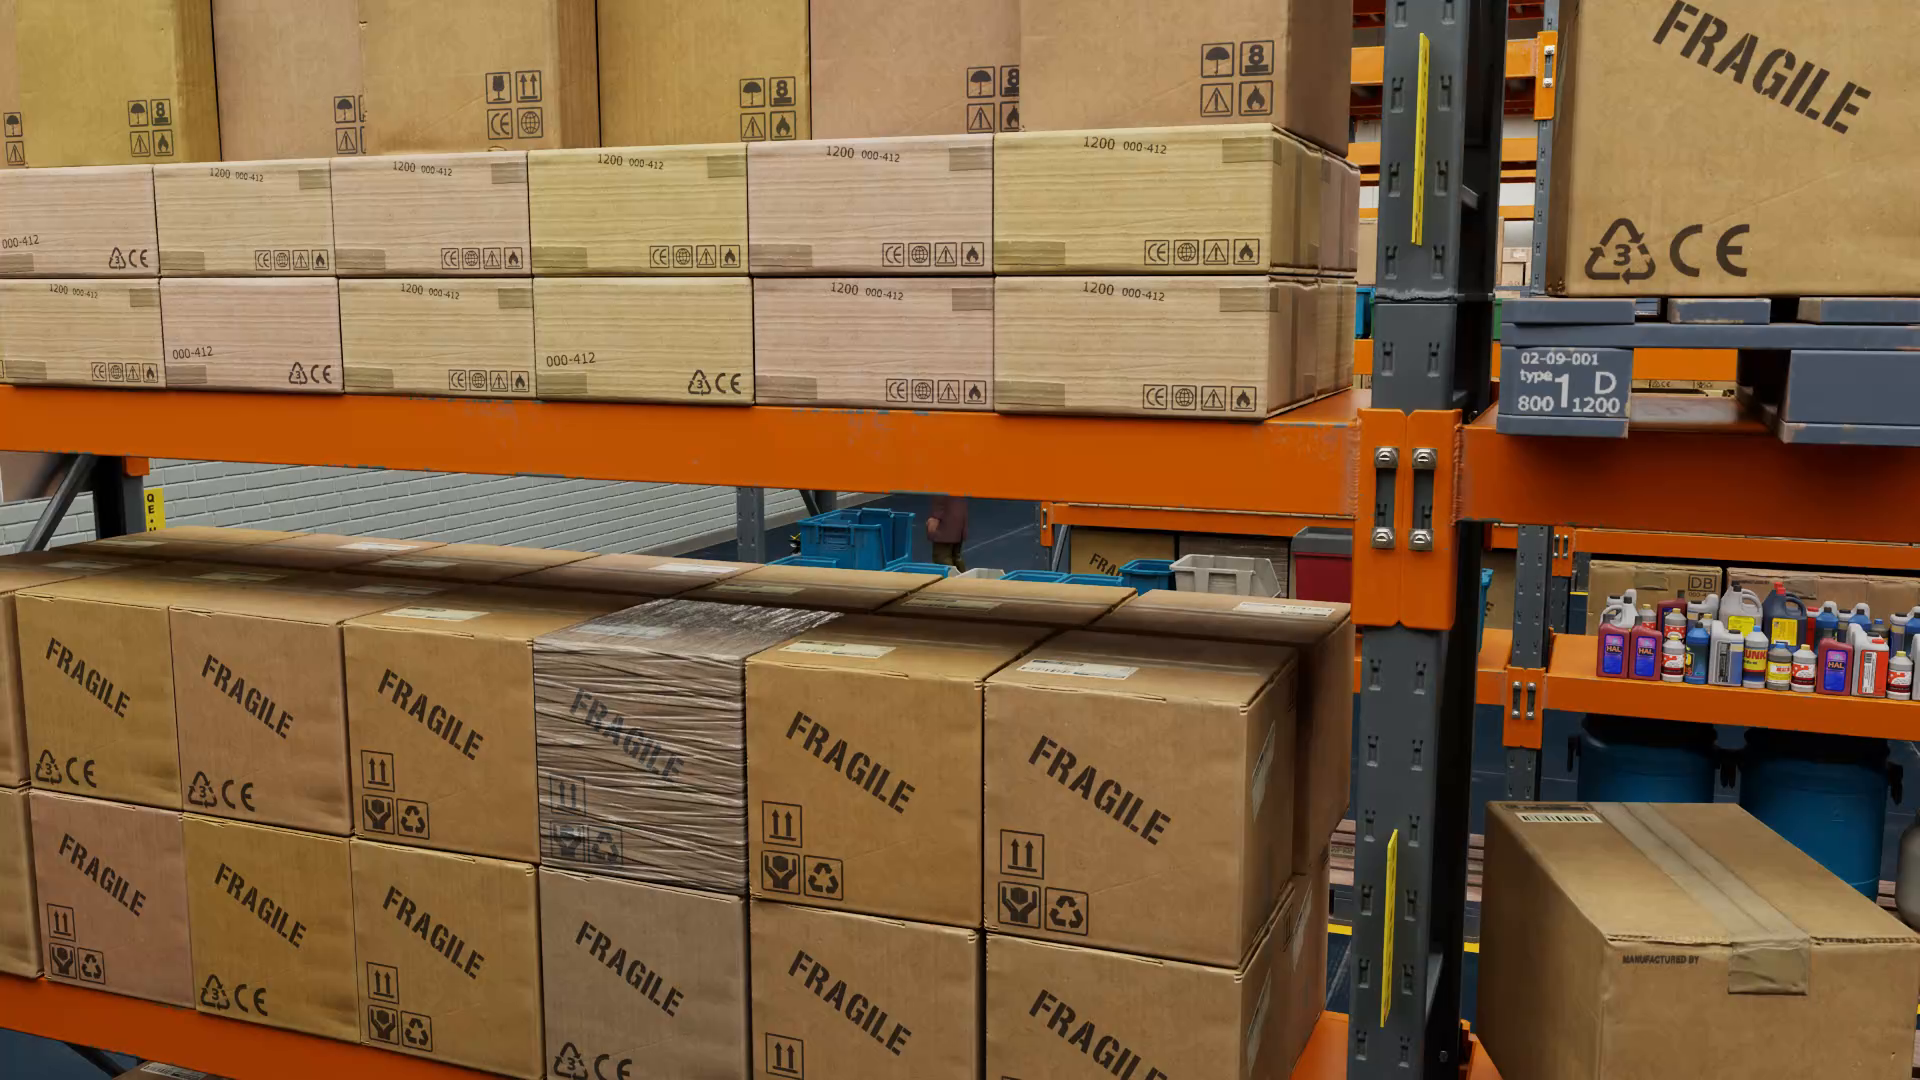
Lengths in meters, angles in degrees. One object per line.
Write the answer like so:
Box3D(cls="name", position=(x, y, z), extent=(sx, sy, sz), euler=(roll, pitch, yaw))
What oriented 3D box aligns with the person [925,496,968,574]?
Box3D(cls="person", position=(-0.121, -0.211, 15.841), extent=(0.378, 1.771, 0.562), euler=(4, 9, 22))
